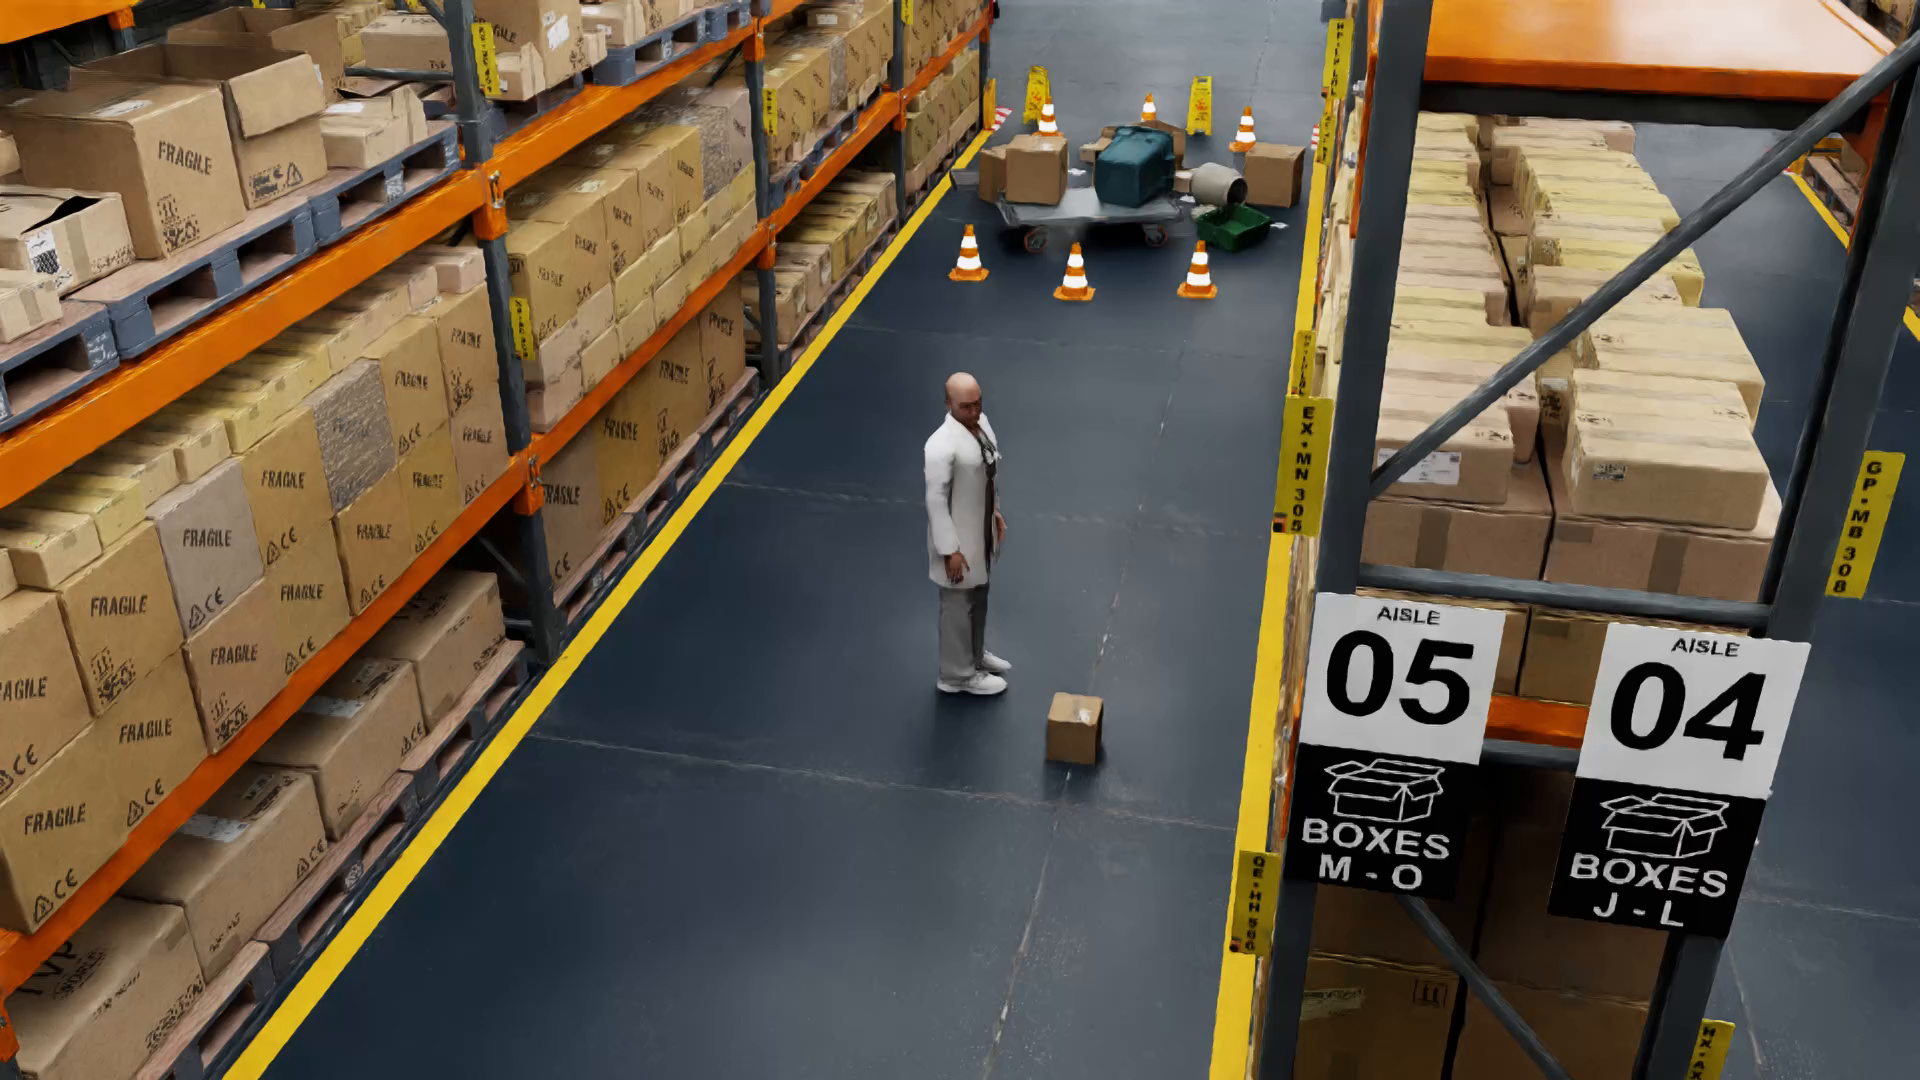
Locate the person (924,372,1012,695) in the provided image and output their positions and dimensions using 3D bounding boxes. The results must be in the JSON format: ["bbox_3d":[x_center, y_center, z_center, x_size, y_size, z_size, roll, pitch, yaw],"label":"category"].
[{"bbox_3d":[0.063,-0.009,8.642,0.433,1.826,0.637,13,31,22],"label":"person"}]
